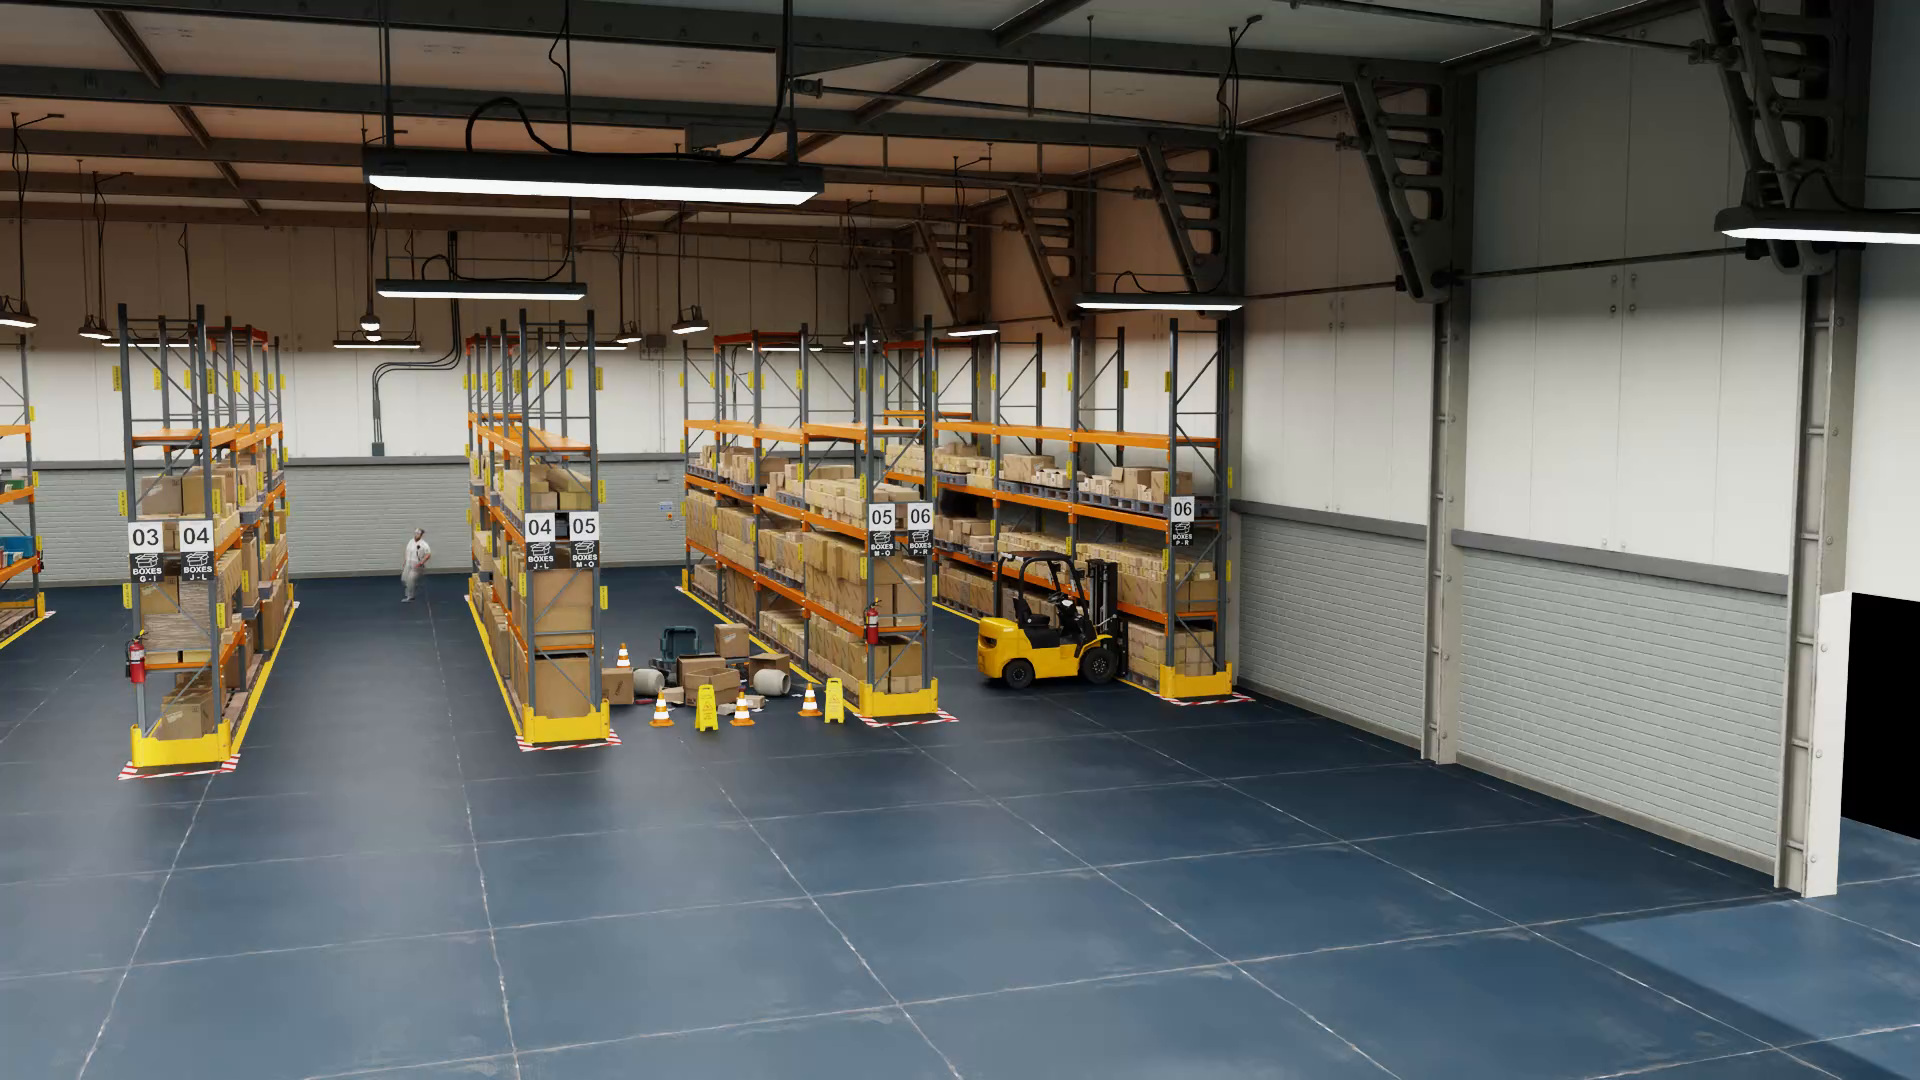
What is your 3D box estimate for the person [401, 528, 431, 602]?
[{"bbox_3d":[-12.401,0.563,37.845,0.693,1.705,0.545,2,6,16],"label":"person"}]
